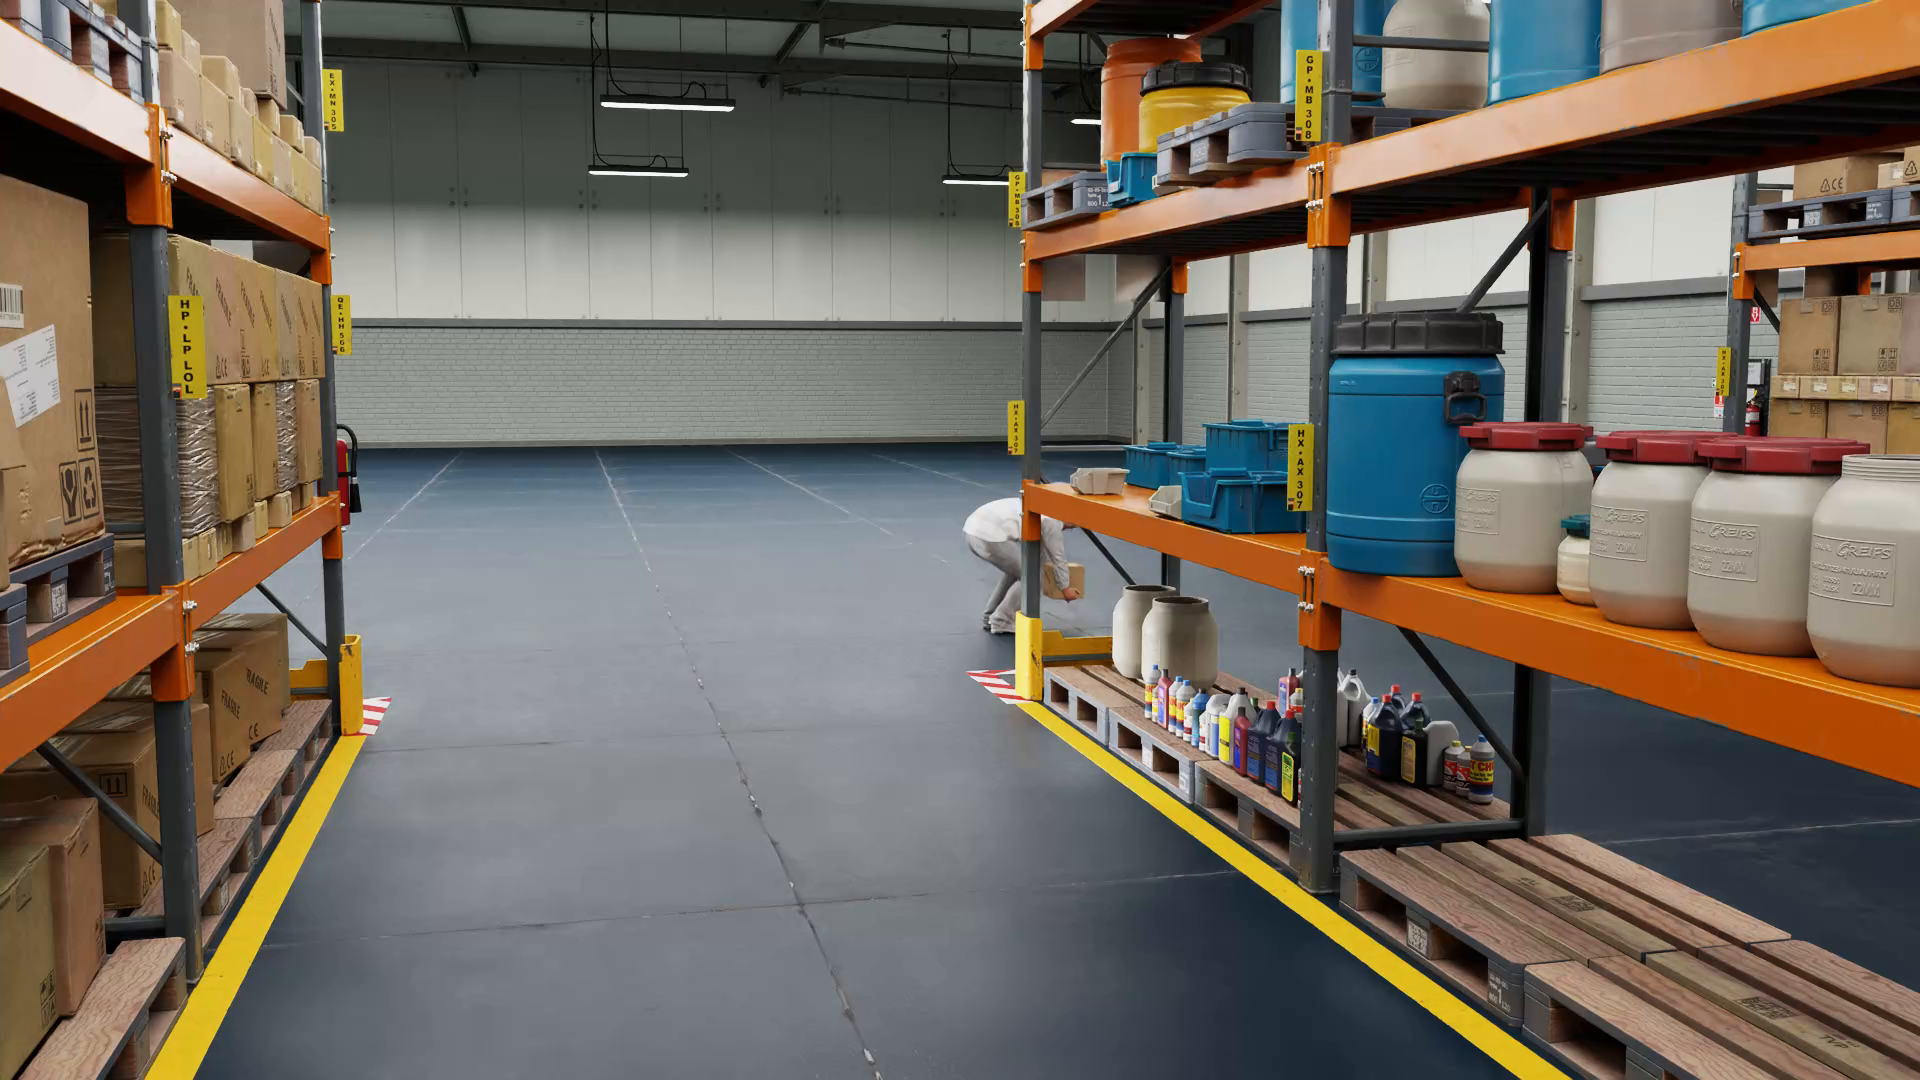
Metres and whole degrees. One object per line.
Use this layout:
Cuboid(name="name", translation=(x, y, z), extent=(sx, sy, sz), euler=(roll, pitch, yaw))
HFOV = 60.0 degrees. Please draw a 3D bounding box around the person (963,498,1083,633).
Cuboid(name="person", translation=(0.525, 0.176, 12.711), extent=(0.998, 1.024, 0.513), euler=(-2, 6, -16))
